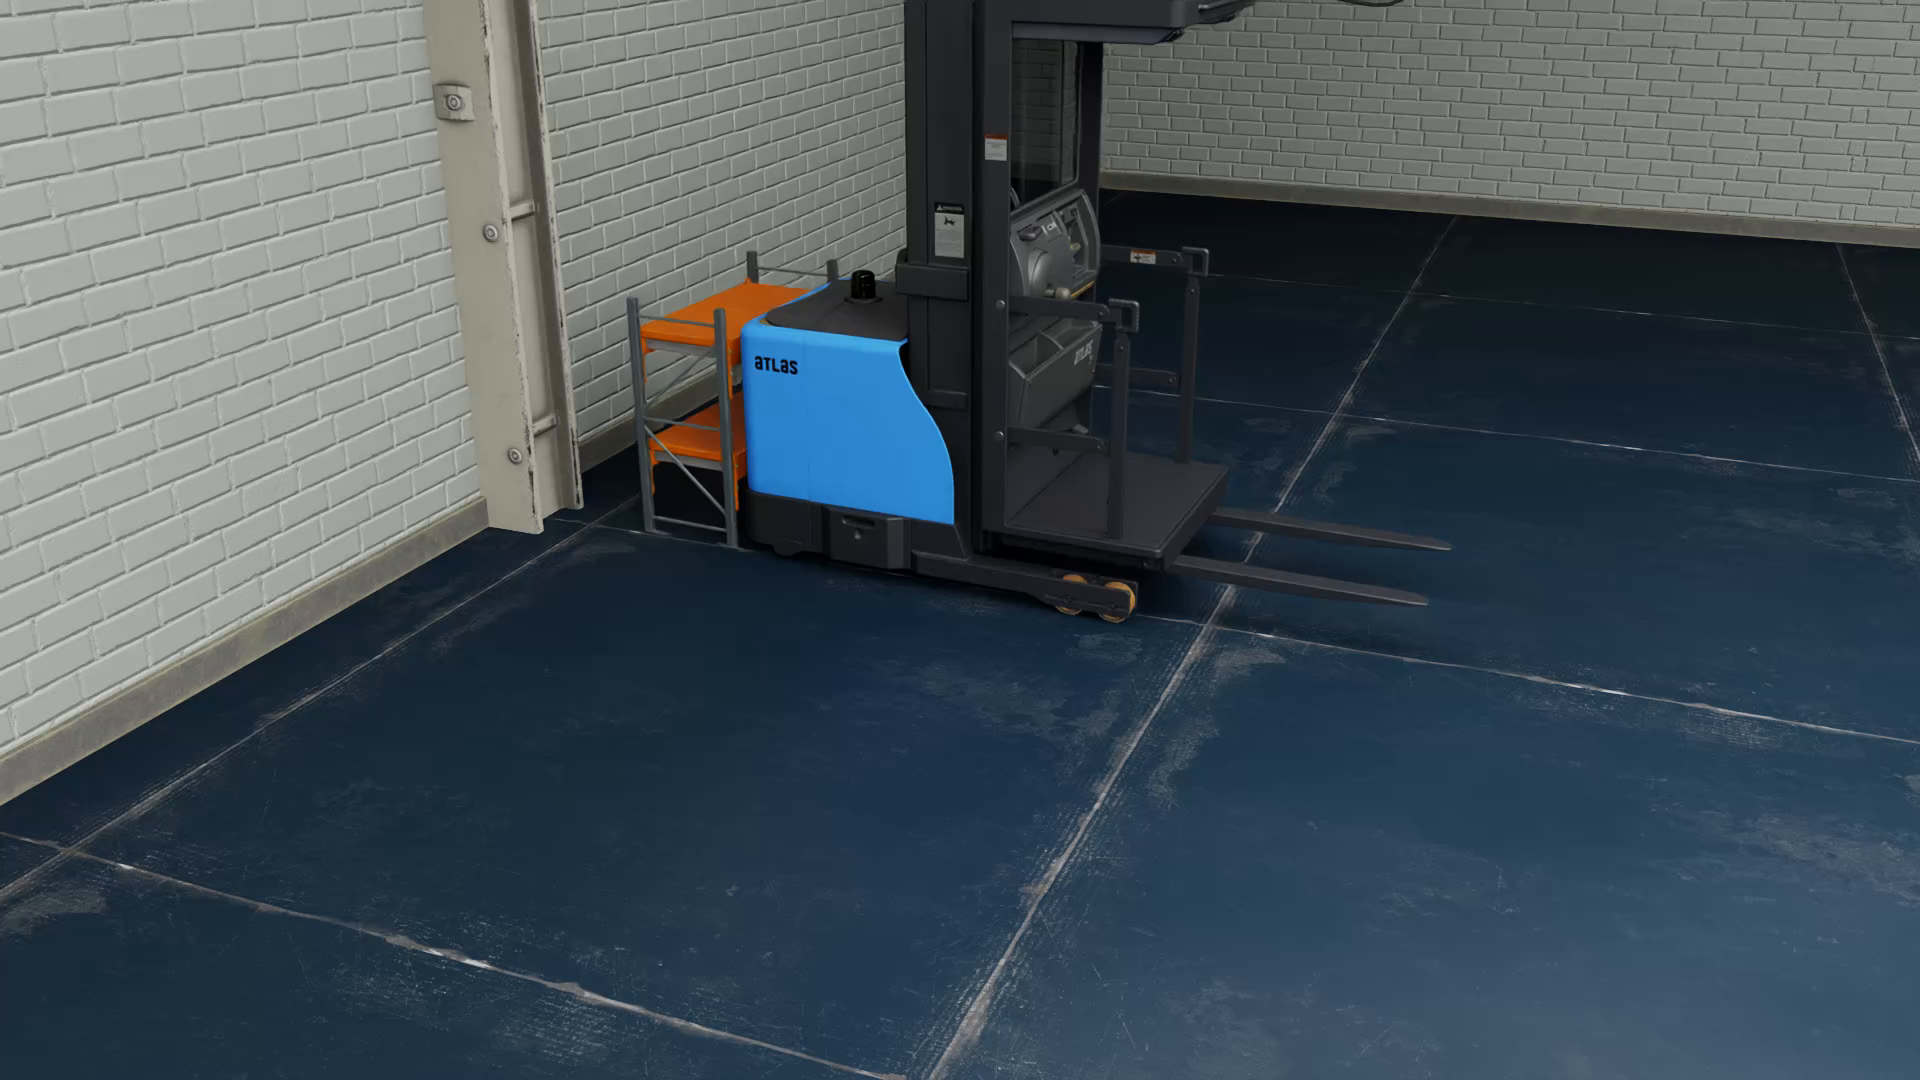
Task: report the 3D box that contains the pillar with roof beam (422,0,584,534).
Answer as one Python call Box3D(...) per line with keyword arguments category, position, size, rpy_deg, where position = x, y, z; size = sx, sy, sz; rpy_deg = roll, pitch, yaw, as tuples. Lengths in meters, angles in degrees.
Box3D(category="pillar with roof beam", position=(1.942, -3.655, 4.825), size=(9.100, 9.000, 0.400), rpy_deg=(9, 24, 20))

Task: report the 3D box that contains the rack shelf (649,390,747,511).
Box3D(category="rack shelf", position=(-1.041, -0.475, 8.063), size=(0.538, 0.278, 1.000), rpy_deg=(10, 25, 23))

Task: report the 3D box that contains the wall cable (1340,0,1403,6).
Box3D(category="wall cable", position=(2.496, -5.851, 14.110), size=(3.097, 2.526, 0.112), rpy_deg=(9, 24, 20))

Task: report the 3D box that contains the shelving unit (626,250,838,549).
Box3D(category="shelving unit", position=(-1.041, -0.701, 7.969), size=(0.538, 1.125, 1.048), rpy_deg=(10, 25, 23))

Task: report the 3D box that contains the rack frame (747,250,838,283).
Box3D(category="rack frame", position=(-0.828, -0.879, 8.394), size=(0.500, 1.125, 0.032), rpy_deg=(10, 25, 23))

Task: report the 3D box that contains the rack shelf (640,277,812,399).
Box3D(category="rack shelf", position=(-1.041, -0.971, 7.856), size=(0.538, 0.278, 1.000), rpy_deg=(10, 25, 23))

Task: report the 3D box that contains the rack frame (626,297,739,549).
Box3D(category="rack frame", position=(-1.255, -0.523, 7.543), size=(0.500, 1.125, 0.032), rpy_deg=(10, 25, 23))

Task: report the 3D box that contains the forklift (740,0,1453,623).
Box3D(category="forklift", position=(0.589, -1.241, 6.919), size=(3.031, 2.935, 1.130), rpy_deg=(10, 24, 22))
